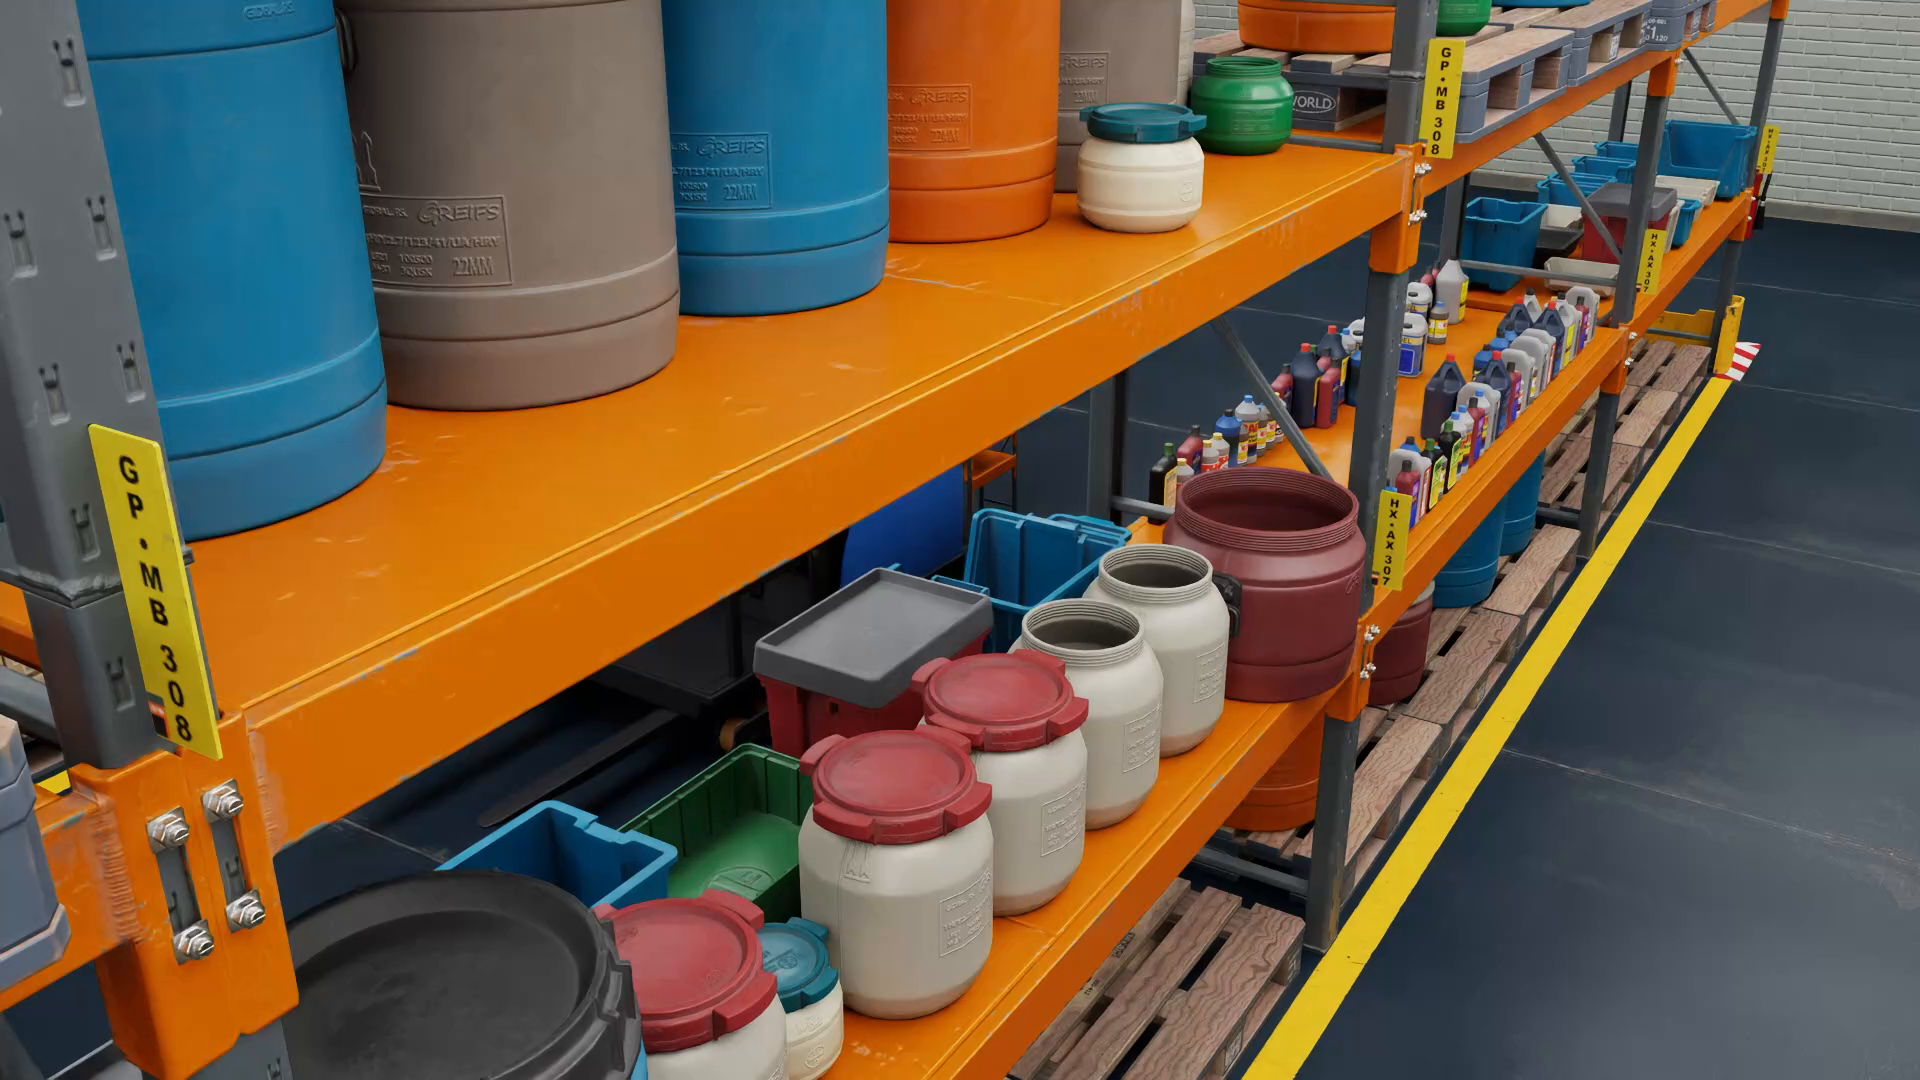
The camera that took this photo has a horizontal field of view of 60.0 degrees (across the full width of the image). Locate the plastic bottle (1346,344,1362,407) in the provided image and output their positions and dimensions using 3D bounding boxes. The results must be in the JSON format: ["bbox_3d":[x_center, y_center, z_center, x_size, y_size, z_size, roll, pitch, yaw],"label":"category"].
[{"bbox_3d":[1.760,-0.729,7.321,0.097,0.271,0.097,0,23,0],"label":"plastic bottle"}]

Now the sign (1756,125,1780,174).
[{"bbox_3d":[5.589,-2.700,11.506,0.100,0.325,0.005,14,27,29],"label":"sign"}]

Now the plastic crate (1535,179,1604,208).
[{"bbox_3d":[3.851,-2.126,10.520,0.416,0.233,0.300,14,27,29],"label":"plastic crate"}]

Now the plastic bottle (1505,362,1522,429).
[{"bbox_3d":[2.335,-0.626,7.067,0.061,0.283,0.133,14,27,29],"label":"plastic bottle"}]

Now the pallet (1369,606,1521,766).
[{"bbox_3d":[1.918,0.560,7.691,1.003,0.211,1.213,14,27,29],"label":"pallet"}]

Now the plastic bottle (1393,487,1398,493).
[{"bbox_3d":[1.532,-0.088,5.928,0.097,0.201,0.097,0,23,0],"label":"plastic bottle"}]

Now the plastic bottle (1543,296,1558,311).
[{"bbox_3d":[2.954,-1.113,8.295,0.097,0.201,0.097,0,23,0],"label":"plastic bottle"}]

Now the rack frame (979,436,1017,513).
[{"bbox_3d":[0.216,-0.689,9.331,0.240,1.200,0.015,14,27,29],"label":"rack frame"}]

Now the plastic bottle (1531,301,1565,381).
[{"bbox_3d":[2.699,-0.921,7.664,0.144,0.351,0.185,14,27,29],"label":"plastic bottle"}]

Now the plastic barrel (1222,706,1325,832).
[{"bbox_3d":[1.137,0.600,6.292,0.600,0.830,0.708,14,27,29],"label":"plastic barrel"}]

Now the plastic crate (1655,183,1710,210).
[{"bbox_3d":[4.672,-2.234,10.890,0.396,0.136,0.243,14,27,29],"label":"plastic crate"}]

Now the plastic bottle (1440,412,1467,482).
[{"bbox_3d":[1.917,-0.367,6.483,0.097,0.271,0.097,0,23,0],"label":"plastic bottle"}]

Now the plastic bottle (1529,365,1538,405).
[{"bbox_3d":[2.503,-0.709,7.363,0.097,0.201,0.097,0,23,0],"label":"plastic bottle"}]

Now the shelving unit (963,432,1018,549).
[{"bbox_3d":[0.087,-0.606,9.141,0.258,1.200,0.503,14,27,29],"label":"shelving unit"}]

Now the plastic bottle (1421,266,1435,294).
[{"bbox_3d":[2.377,-1.252,8.513,0.061,0.283,0.133,14,27,29],"label":"plastic bottle"}]

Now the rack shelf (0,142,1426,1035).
[{"bbox_3d":[-0.161,-0.406,3.543,1.077,0.370,4.000,14,27,29],"label":"rack shelf"}]

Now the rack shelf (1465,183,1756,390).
[{"bbox_3d":[4.059,-1.730,10.376,1.077,0.370,4.000,14,27,29],"label":"rack shelf"}]

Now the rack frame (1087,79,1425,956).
[{"bbox_3d":[0.894,-0.035,5.555,1.000,3.000,0.127,14,27,29],"label":"rack frame"}]

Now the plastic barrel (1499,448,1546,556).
[{"bbox_3d":[2.702,-0.435,8.591,0.600,0.901,0.708,14,27,29],"label":"plastic barrel"}]

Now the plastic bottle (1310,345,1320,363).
[{"bbox_3d":[1.515,-0.700,7.239,0.061,0.283,0.133,14,27,29],"label":"plastic bottle"}]

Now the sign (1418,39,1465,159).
[{"bbox_3d":[1.365,-1.251,4.719,0.100,0.325,0.005,14,27,29],"label":"sign"}]

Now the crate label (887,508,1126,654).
[{"bbox_3d":[0.140,0.227,4.904,0.502,0.435,0.616,14,27,29],"label":"crate label"}]

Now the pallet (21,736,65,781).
[{"bbox_3d":[-4.424,0.885,6.939,1.003,0.211,1.213,14,27,29],"label":"pallet"}]

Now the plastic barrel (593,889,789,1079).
[{"bbox_3d":[-0.525,0.976,3.049,0.433,0.535,0.433,0,23,0],"label":"plastic barrel"}]

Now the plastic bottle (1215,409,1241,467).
[{"bbox_3d":[1.045,-0.381,6.515,0.097,0.271,0.097,0,23,0],"label":"plastic bottle"}]

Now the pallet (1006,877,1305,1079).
[{"bbox_3d":[0.452,1.498,5.524,1.003,0.211,1.213,14,27,29],"label":"pallet"}]

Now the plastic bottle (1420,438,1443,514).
[{"bbox_3d":[1.750,-0.252,6.202,0.061,0.283,0.133,14,27,29],"label":"plastic bottle"}]

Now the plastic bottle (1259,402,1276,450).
[{"bbox_3d":[1.251,-0.480,6.833,0.097,0.201,0.097,0,23,0],"label":"plastic bottle"}]

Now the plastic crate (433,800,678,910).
[{"bbox_3d":[-0.899,0.885,3.450,0.392,0.384,0.575,14,27,29],"label":"plastic crate"}]

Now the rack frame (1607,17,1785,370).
[{"bbox_3d":[5.113,-2.735,11.792,1.000,3.000,0.127,14,27,29],"label":"rack frame"}]

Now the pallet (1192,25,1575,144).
[{"bbox_3d":[1.380,-1.562,5.546,1.003,0.211,1.213,14,27,29],"label":"pallet"}]

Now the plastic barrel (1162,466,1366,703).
[{"bbox_3d":[0.906,0.123,5.020,0.600,0.536,0.708,14,27,29],"label":"plastic barrel"}]

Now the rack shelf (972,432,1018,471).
[{"bbox_3d":[0.087,-0.545,9.167,0.258,0.148,0.480,14,27,29],"label":"rack shelf"}]

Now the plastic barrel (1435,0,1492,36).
[{"bbox_3d":[1.648,-1.842,5.621,0.294,0.245,0.294,0,23,0],"label":"plastic barrel"}]

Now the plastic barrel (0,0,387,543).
[{"bbox_3d":[-1.133,-0.509,2.242,0.600,0.901,0.708,14,27,29],"label":"plastic barrel"}]

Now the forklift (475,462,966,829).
[{"bbox_3d":[-1.206,-0.639,7.038,1.130,2.935,3.031,15,28,31],"label":"forklift"}]

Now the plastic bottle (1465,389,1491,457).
[{"bbox_3d":[2.090,-0.477,6.739,0.097,0.271,0.097,0,23,0],"label":"plastic bottle"}]

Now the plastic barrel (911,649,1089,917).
[{"bbox_3d":[0.090,0.582,3.958,0.433,0.535,0.433,0,23,0],"label":"plastic barrel"}]

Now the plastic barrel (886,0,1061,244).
[{"bbox_3d":[-0.069,-1.156,3.829,0.600,0.830,0.708,14,27,29],"label":"plastic barrel"}]

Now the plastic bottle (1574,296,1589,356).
[{"bbox_3d":[2.987,-1.043,8.030,0.061,0.283,0.133,14,27,29],"label":"plastic bottle"}]

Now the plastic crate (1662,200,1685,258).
[{"bbox_3d":[3.965,-1.835,9.786,0.437,0.282,0.530,14,27,29],"label":"plastic crate"}]

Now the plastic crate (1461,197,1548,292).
[{"bbox_3d":[2.960,-1.634,9.194,0.392,0.384,0.575,14,27,29],"label":"plastic crate"}]

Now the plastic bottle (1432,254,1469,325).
[{"bbox_3d":[2.521,-1.298,8.534,0.144,0.351,0.185,14,27,29],"label":"plastic bottle"}]

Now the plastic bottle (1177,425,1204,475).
[{"bbox_3d":[0.866,-0.285,6.280,0.061,0.283,0.133,14,27,29],"label":"plastic bottle"}]

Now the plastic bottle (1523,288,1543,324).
[{"bbox_3d":[2.674,-1.014,7.878,0.144,0.351,0.185,14,27,29],"label":"plastic bottle"}]

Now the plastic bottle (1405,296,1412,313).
[{"bbox_3d":[2.158,-1.093,8.160,0.097,0.271,0.097,0,23,0],"label":"plastic bottle"}]

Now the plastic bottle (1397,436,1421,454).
[{"bbox_3d":[1.673,-0.256,6.229,0.097,0.271,0.097,0,23,0],"label":"plastic bottle"}]

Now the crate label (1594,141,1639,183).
[{"bbox_3d":[4.704,-2.671,11.780,0.416,0.233,0.303,14,27,29],"label":"crate label"}]

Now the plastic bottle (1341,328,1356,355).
[{"bbox_3d":[1.740,-0.825,7.543,0.097,0.271,0.097,0,23,0],"label":"plastic bottle"}]

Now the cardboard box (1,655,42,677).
[{"bbox_3d":[-3.917,0.313,6.979,0.500,0.311,0.500,14,27,29],"label":"cardboard box"}]

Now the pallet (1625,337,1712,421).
[{"bbox_3d":[4.646,-1.185,11.722,1.003,0.211,1.213,14,27,29],"label":"pallet"}]

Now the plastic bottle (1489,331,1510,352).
[{"bbox_3d":[2.425,-0.806,7.498,0.097,0.271,0.097,0,23,0],"label":"plastic bottle"}]
